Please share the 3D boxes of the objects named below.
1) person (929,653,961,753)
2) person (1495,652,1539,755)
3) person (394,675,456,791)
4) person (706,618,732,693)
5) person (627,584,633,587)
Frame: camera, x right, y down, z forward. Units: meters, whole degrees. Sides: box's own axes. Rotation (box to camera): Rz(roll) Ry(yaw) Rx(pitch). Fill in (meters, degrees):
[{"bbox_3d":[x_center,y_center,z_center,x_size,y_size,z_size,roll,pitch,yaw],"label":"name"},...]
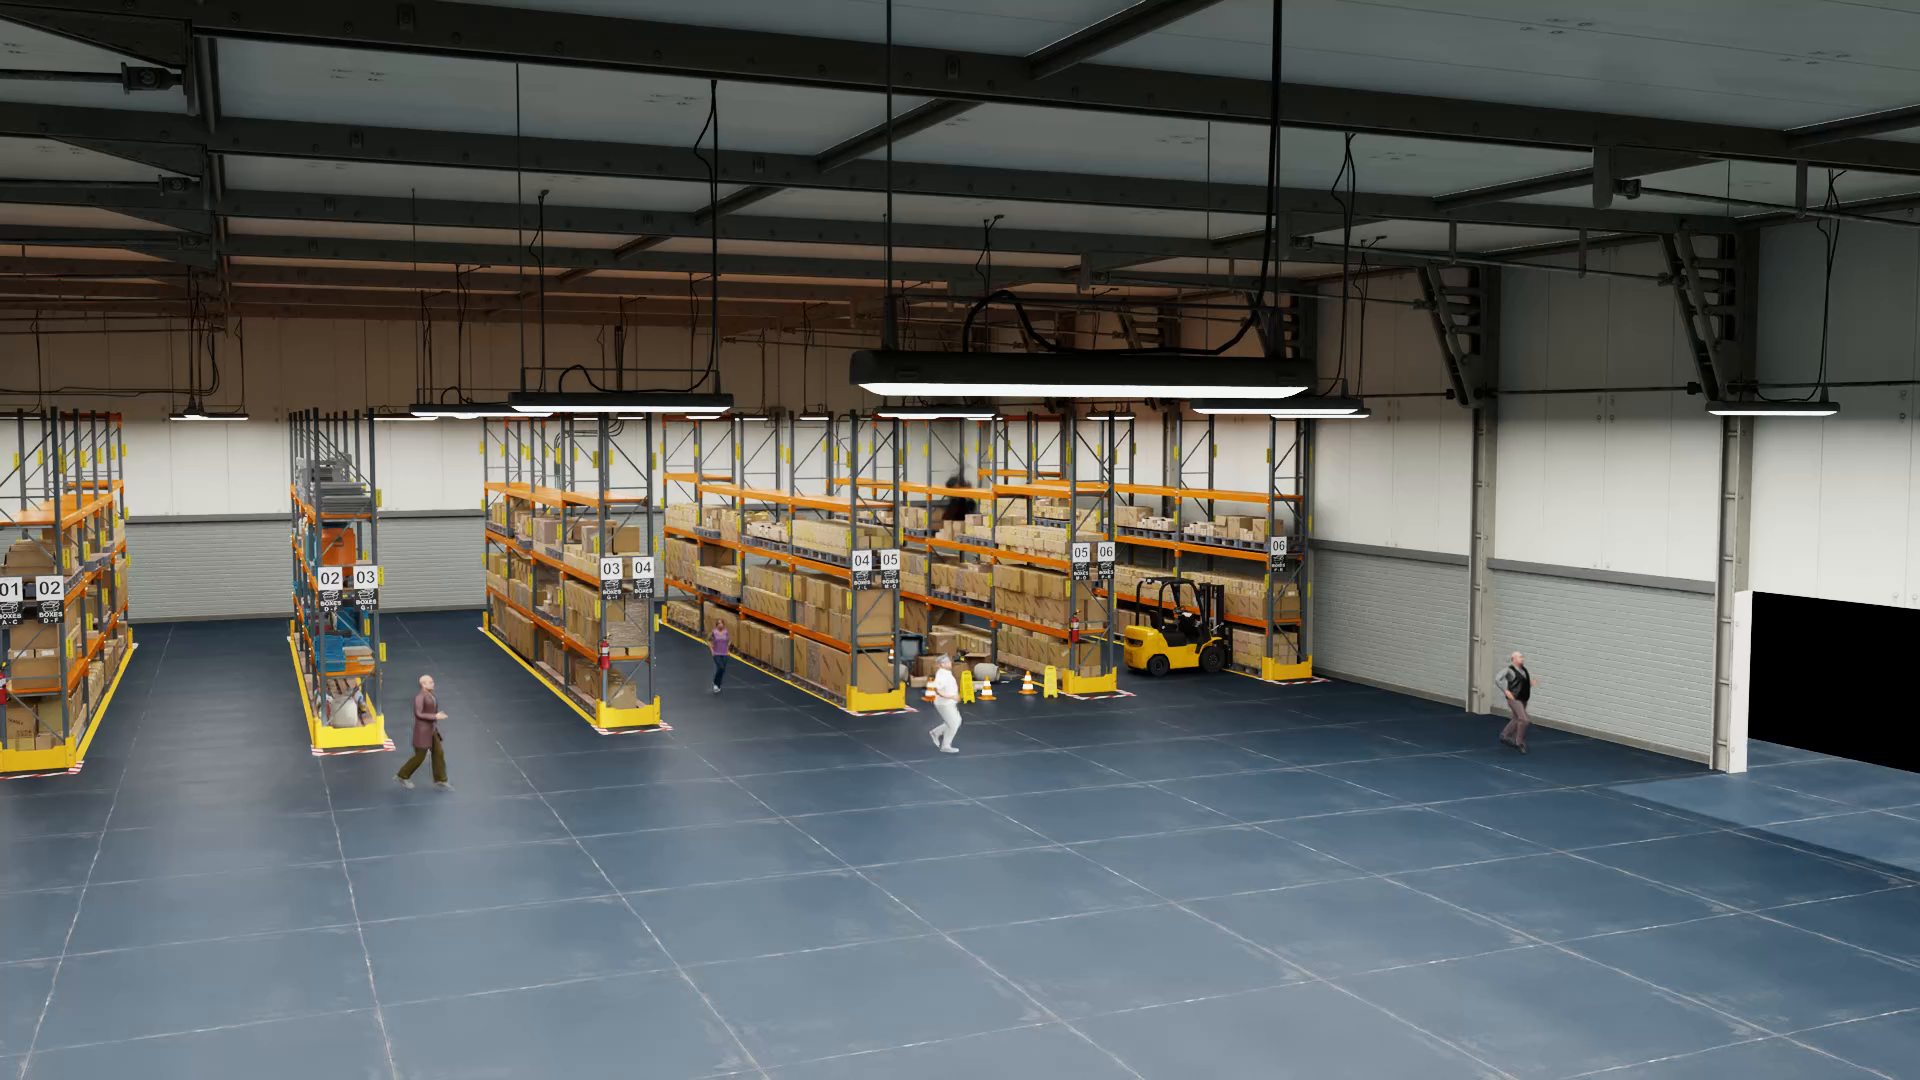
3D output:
[{"bbox_3d":[-0.253,2.826,28.937,0.626,1.732,0.660,1,4,12],"label":"person"},{"bbox_3d":[9.710,2.836,28.964,0.639,1.780,0.731,-3,5,-40],"label":"person"},{"bbox_3d":[-8.347,3.024,25.902,0.922,1.814,0.737,0,4,3],"label":"person"},{"bbox_3d":[-5.084,2.459,35.318,0.510,1.592,0.647,-2,5,-30],"label":"person"},{"bbox_3d":[-9.785,1.556,48.305,0.861,1.594,0.771,-4,5,-41],"label":"person"}]
